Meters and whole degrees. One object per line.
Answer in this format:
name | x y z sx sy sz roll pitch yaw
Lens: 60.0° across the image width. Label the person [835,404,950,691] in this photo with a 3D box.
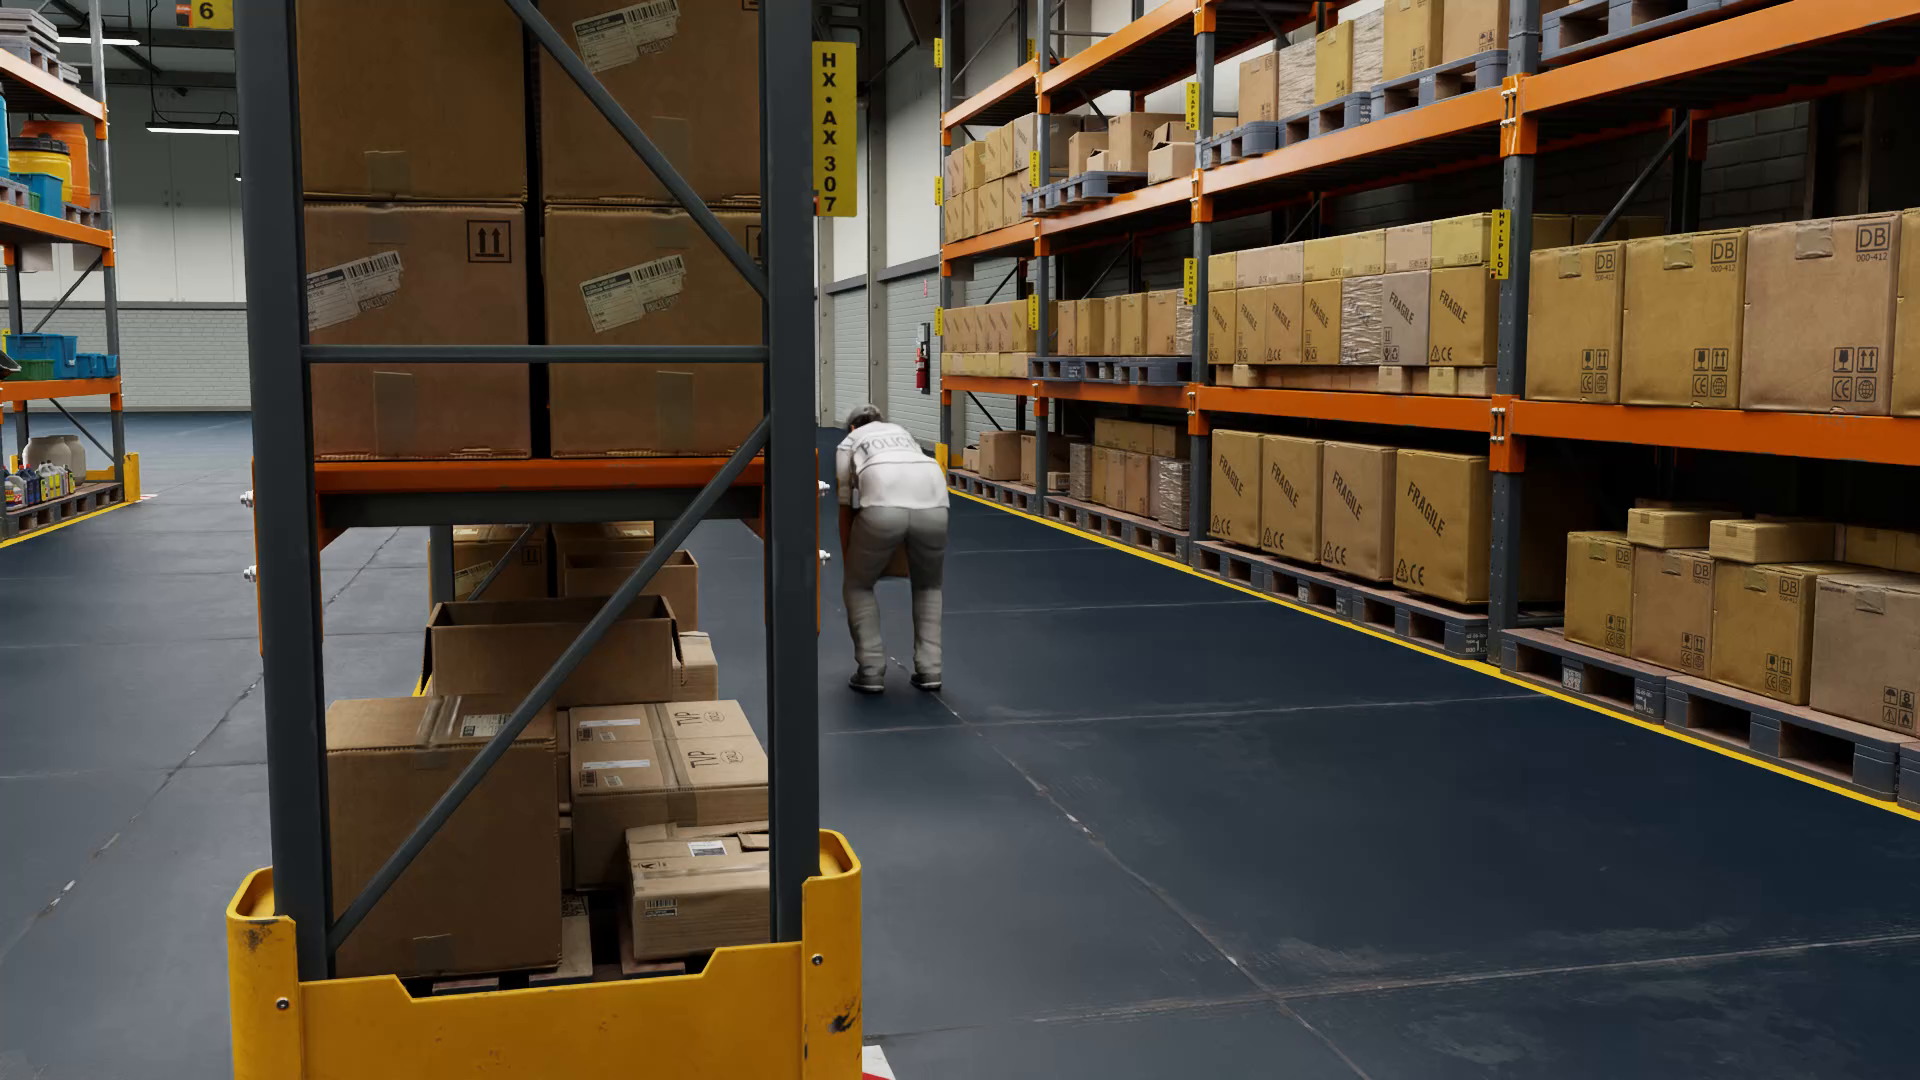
person | -0.339 0.022 7.727 0.470 1.290 0.884 -2 7 -17
